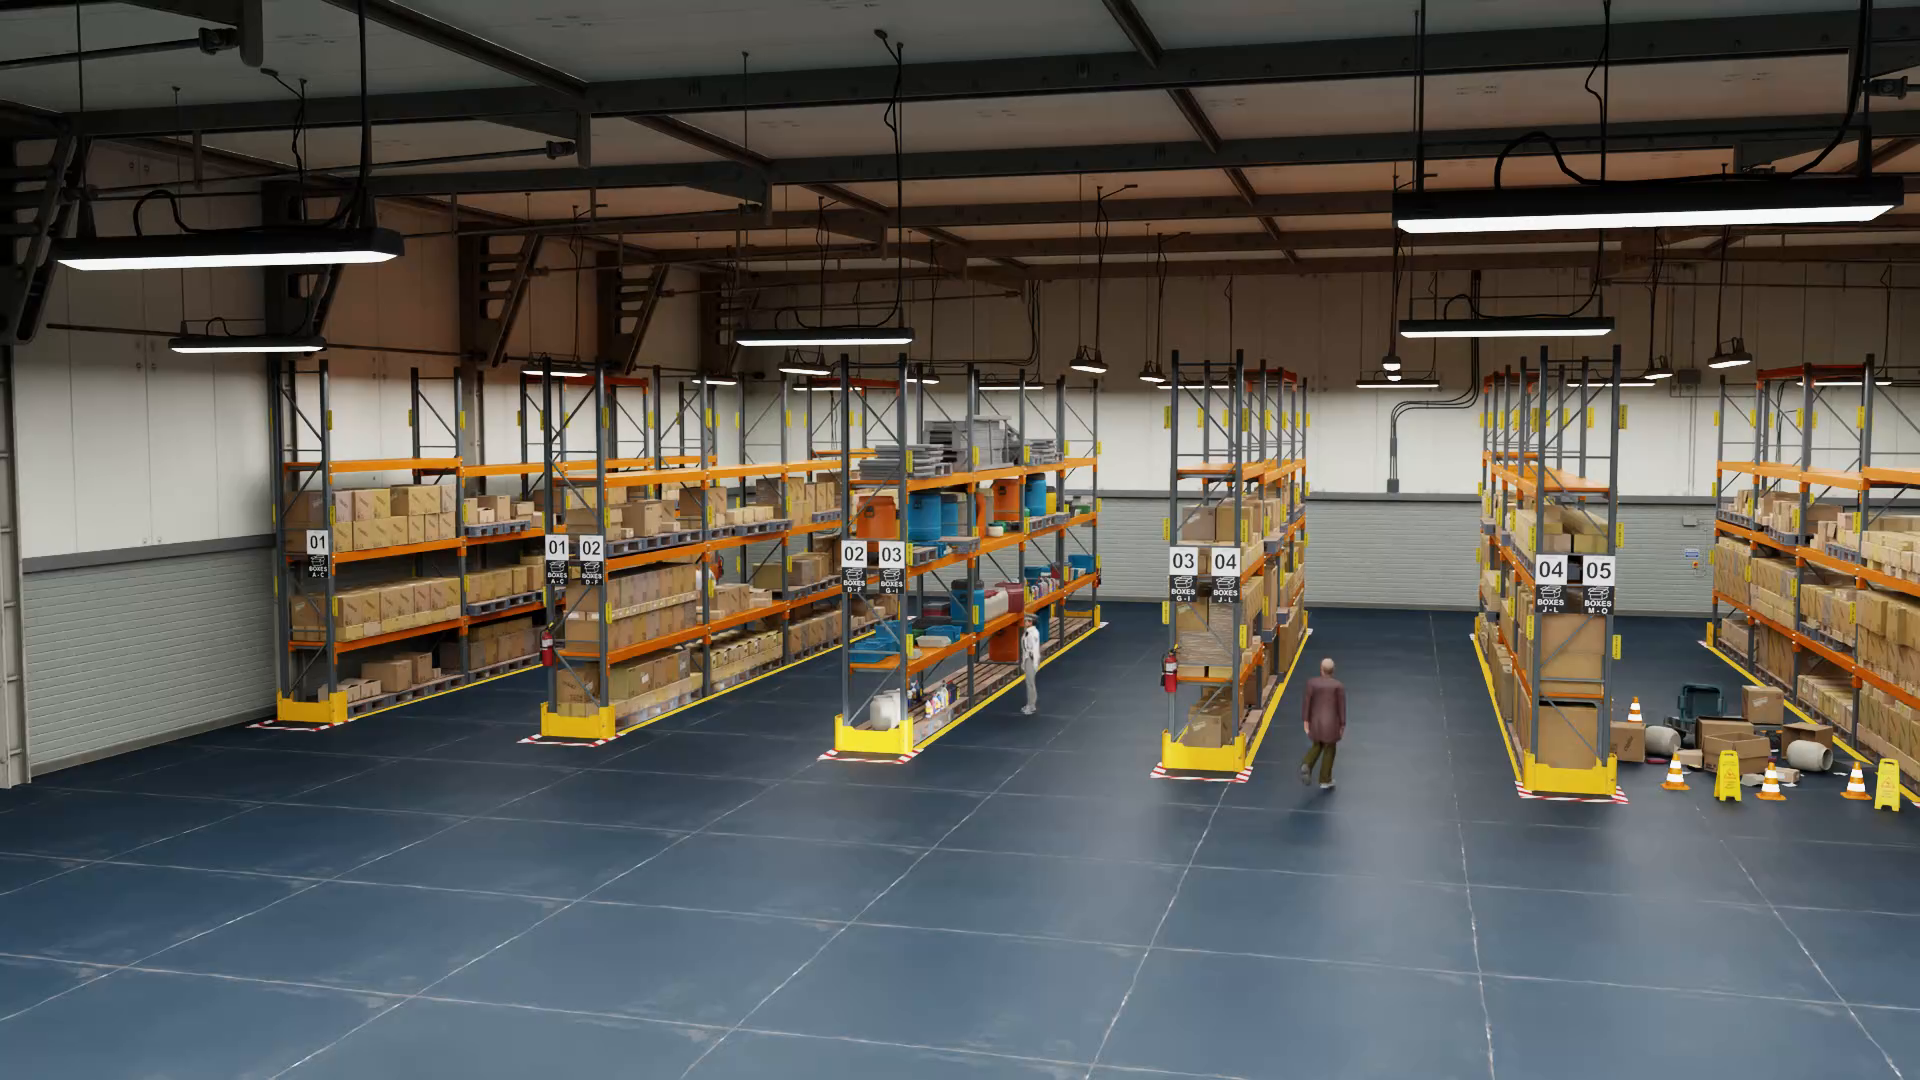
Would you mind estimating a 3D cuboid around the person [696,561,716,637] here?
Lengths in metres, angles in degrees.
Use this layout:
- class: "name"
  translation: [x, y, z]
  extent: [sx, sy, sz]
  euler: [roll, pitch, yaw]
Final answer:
- class: "person"
  translation: [-6.024, 1.352, 38.719]
  extent: [0.670, 1.756, 0.807]
  euler: [0, 4, -3]

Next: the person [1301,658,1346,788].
- class: "person"
  translation: [4.909, 2.485, 22.490]
  extent: [0.570, 1.768, 0.678]
  euler: [4, 6, 45]

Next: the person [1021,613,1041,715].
- class: "person"
  translation: [1.195, 2.106, 28.547]
  extent: [0.380, 1.709, 0.590]
  euler: [-1, 4, -9]
